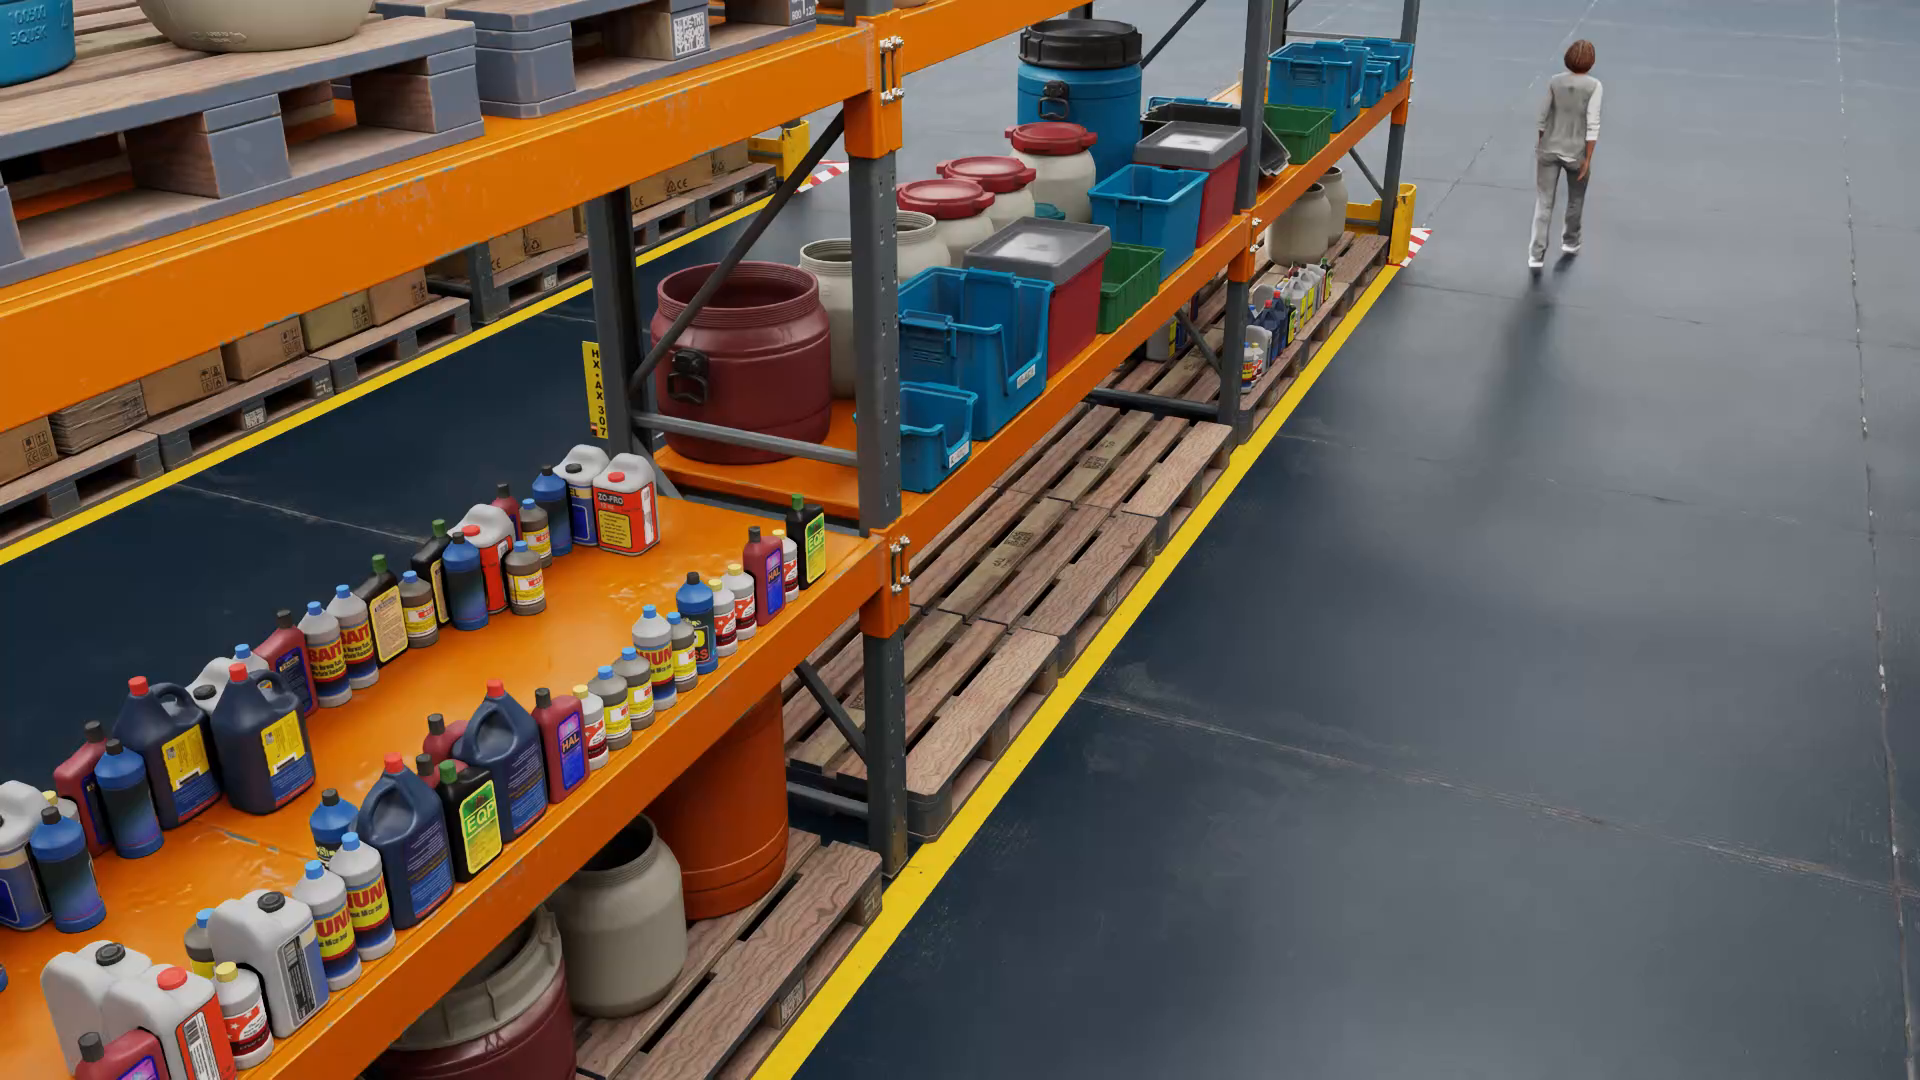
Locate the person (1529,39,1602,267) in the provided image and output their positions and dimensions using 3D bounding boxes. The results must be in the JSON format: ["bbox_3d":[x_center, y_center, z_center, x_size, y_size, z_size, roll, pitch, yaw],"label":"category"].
[{"bbox_3d":[4.237,-2.730,11.656,0.449,1.532,0.954,13,29,25],"label":"person"}]
